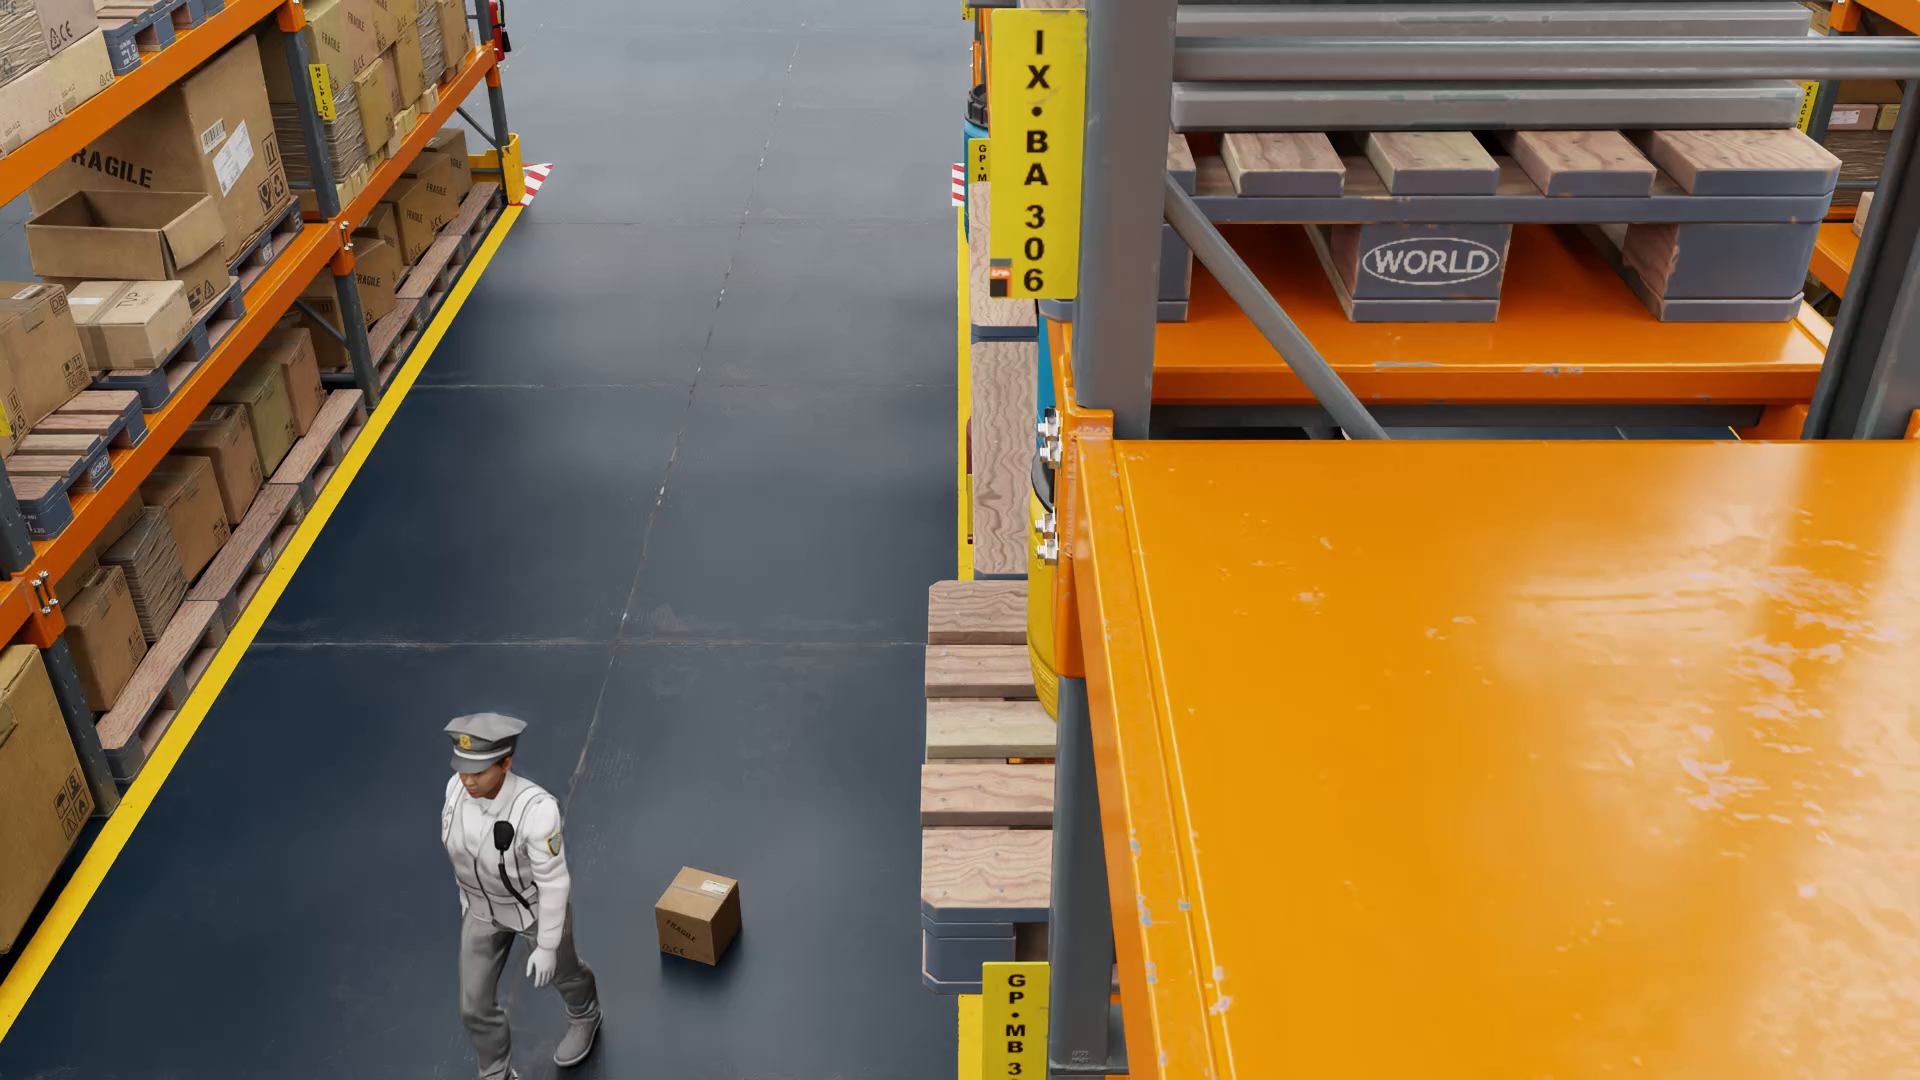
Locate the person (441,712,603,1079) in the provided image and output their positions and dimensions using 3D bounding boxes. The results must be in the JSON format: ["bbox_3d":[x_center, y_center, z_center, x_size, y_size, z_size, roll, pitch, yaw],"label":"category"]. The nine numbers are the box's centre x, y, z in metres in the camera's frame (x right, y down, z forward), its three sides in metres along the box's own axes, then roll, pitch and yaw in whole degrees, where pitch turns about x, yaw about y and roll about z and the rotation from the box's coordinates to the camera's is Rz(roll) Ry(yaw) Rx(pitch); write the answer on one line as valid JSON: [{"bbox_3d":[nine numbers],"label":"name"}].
[{"bbox_3d":[-1.566,1.320,5.809,0.540,1.741,0.649,11,33,17],"label":"person"}]
